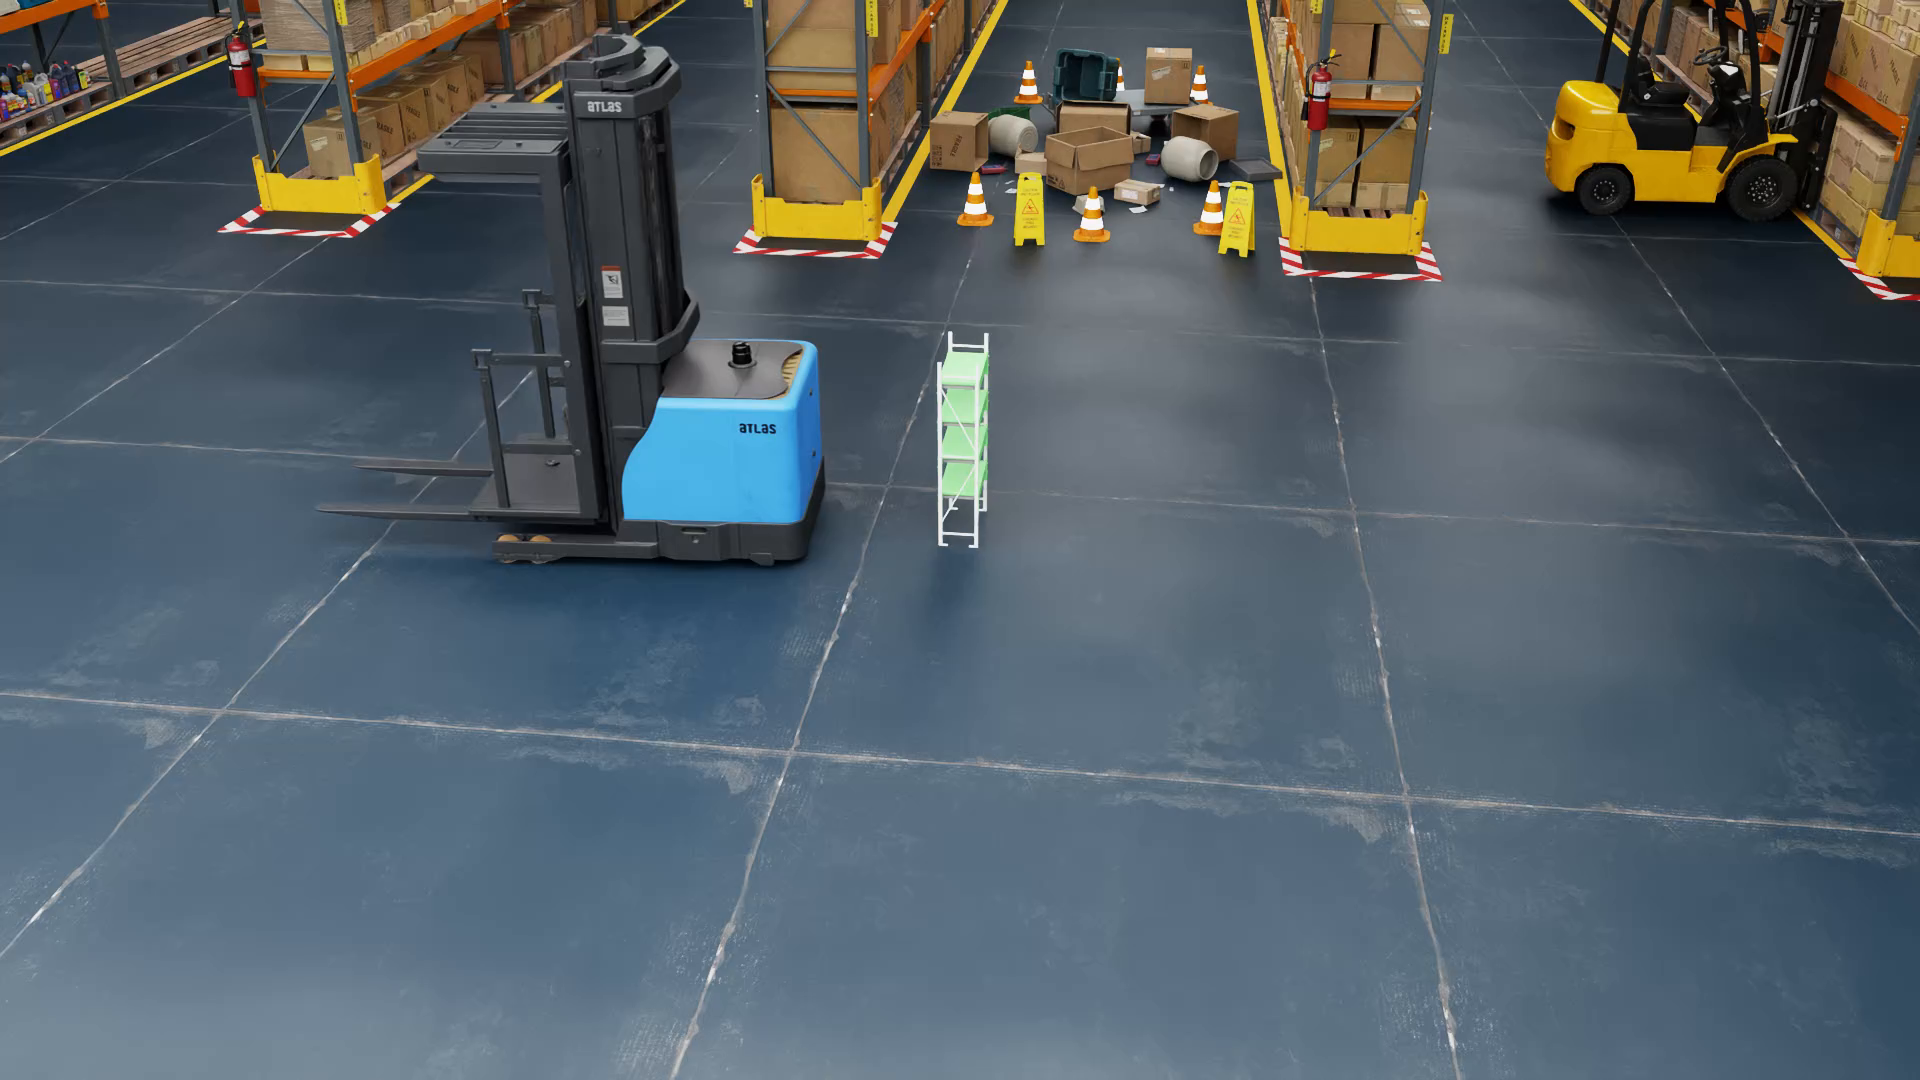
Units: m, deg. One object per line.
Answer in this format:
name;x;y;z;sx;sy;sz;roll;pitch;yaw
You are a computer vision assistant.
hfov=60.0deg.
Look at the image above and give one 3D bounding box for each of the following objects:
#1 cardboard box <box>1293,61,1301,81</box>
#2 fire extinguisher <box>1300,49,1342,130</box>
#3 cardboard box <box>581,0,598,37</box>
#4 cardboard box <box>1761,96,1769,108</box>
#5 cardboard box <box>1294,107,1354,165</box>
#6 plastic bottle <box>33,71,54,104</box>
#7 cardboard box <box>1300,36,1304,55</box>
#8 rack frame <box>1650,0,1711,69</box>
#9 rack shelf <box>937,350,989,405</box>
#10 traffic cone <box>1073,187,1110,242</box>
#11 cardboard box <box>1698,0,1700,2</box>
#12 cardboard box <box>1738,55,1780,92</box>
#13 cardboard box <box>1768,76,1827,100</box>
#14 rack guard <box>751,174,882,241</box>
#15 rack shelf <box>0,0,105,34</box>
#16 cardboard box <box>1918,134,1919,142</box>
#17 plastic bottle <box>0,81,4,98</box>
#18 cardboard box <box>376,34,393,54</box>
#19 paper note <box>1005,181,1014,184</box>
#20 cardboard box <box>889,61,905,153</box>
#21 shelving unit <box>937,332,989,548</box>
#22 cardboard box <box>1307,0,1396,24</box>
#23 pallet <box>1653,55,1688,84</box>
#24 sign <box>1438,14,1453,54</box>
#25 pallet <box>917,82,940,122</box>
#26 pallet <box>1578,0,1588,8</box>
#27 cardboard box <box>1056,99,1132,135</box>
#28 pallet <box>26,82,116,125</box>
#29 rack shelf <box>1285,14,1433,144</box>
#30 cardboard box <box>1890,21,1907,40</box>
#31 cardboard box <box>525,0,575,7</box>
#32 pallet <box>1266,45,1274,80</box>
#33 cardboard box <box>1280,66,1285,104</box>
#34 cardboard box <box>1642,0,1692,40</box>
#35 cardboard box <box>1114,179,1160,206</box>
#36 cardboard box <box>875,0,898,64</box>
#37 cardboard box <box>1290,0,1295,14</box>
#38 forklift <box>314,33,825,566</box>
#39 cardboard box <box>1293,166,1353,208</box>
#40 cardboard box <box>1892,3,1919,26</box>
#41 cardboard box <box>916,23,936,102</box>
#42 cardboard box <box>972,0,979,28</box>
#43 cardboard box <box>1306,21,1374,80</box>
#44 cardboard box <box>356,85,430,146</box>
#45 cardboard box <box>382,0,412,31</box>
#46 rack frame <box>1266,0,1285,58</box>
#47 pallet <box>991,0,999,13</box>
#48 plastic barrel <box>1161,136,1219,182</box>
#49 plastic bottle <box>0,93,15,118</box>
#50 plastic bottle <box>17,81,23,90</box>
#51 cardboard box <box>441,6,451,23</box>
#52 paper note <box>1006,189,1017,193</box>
cardboard box;3.584;-4.757;16.899;0.380;0.149;0.250;5;29;9
fire extinguisher;3.129;-3.909;14.426;0.296;0.674;0.183;3;28;6
cardboard box;-5.317;-7.089;22.417;0.700;0.500;0.500;2;28;4
cardboard box;8.652;-4.552;17.465;0.500;0.250;0.500;3;28;6
cardboard box;3.500;-3.913;16.017;0.500;0.500;0.500;4;29;8
plastic bottle;-10.516;-5.183;19.036;0.144;0.351;0.185;3;28;6
cardboard box;3.564;-4.891;16.432;0.380;0.149;0.250;3;28;6
rack frame;9.507;-7.450;20.915;1.000;3.000;0.127;3;28;6
rack shelf;0.020;-0.972;9.913;0.258;0.148;0.480;3;28;6
traffic cone;1.229;-3.036;15.397;0.336;0.463;0.334;3;28;6
cardboard box;9.940;-7.170;21.906;0.380;0.149;0.250;4;29;8
cardboard box;9.070;-4.953;18.341;0.875;0.625;0.625;5;29;8
cardboard box;8.574;-4.532;16.901;0.500;0.250;0.500;3;28;6
rack guard;-1.328;-3.099;15.475;1.175;0.500;0.348;3;28;6
rack shelf;-10.906;-5.459;17.979;1.077;0.370;4.000;3;28;6
cardboard box;8.831;-3.549;15.077;0.500;0.250;0.500;3;28;6
plastic bottle;-11.194;-5.300;19.254;0.144;0.351;0.185;2;28;4
cardboard box;-5.858;-4.909;16.463;0.380;0.149;0.250;3;28;6
paper note;0.509;-3.667;17.046;0.032;0.001;0.123;20;34;32
cardboard box;-1.088;-4.627;17.473;0.875;0.875;0.875;4;29;7
shelving unit;0.020;-0.606;10.110;0.258;1.200;0.503;3;28;6
cardboard box;3.446;-4.839;14.596;0.700;0.500;0.500;3;28;5
pallet;9.368;-5.837;20.862;1.003;0.211;1.213;3;28;6
sign;4.139;-4.320;14.194;0.100;0.325;0.005;3;28;6
pallet;-0.815;-5.234;19.742;1.003;0.211;1.213;3;28;6
pallet;10.082;-8.428;25.672;1.003;0.211;1.213;3;28;6
cardboard box;1.409;-4.346;17.643;0.797;0.637;0.503;3;28;6
pallet;-10.784;-5.176;19.635;1.003;0.211;1.213;3;28;6
rack shelf;3.845;-4.595;16.376;1.077;0.370;4.000;3;28;6
cardboard box;8.386;-4.434;14.528;0.380;0.149;0.250;4;29;7
cardboard box;-5.362;-7.168;21.774;0.500;0.250;0.500;7;29;12
pallet;4.483;-6.141;21.426;1.003;0.211;1.213;3;28;6
cardboard box;4.152;-5.129;18.935;0.950;0.372;0.625;4;29;7
cardboard box;9.417;-6.981;22.237;0.500;0.500;0.500;3;28;5
cardboard box;1.756;-3.450;16.496;0.380;0.149;0.250;20;34;32
cardboard box;-1.085;-4.971;16.155;0.875;0.550;0.550;3;28;6
cardboard box;3.760;-5.838;17.504;0.500;0.500;0.500;3;28;6
forklift;-2.404;-1.395;9.750;3.031;2.935;1.130;2;28;3
cardboard box;3.435;-3.352;15.766;0.500;0.250;0.500;3;28;6
cardboard box;8.366;-4.568;14.463;0.380;0.149;0.250;4;29;7
cardboard box;-0.848;-5.585;19.384;1.050;0.750;0.750;3;28;6
cardboard box;-0.005;-7.379;22.977;0.500;0.500;0.500;2;28;4
cardboard box;3.393;-4.417;14.867;0.500;0.500;0.500;3;28;5
cardboard box;-6.007;-4.501;17.635;0.500;0.500;0.500;6;29;11
cardboard box;-6.094;-5.454;16.792;0.875;0.500;0.500;3;28;6
rack frame;4.581;-7.736;21.448;1.000;3.000;0.127;3;28;6
pallet;0.052;-8.265;25.369;1.003;0.211;1.213;3;28;6
plastic barrel;2.351;-3.897;17.037;0.421;0.421;0.512;-24;36;-37
plastic bottle;-10.577;-4.824;18.454;0.097;0.271;0.097;0;28;0
plastic bottle;-10.646;-5.082;18.922;0.061;0.283;0.133;3;28;6
cardboard box;-5.682;-5.615;17.775;0.380;0.149;0.250;3;28;6
paper note;0.547;-3.523;16.758;0.144;0.017;0.142;14;31;24
